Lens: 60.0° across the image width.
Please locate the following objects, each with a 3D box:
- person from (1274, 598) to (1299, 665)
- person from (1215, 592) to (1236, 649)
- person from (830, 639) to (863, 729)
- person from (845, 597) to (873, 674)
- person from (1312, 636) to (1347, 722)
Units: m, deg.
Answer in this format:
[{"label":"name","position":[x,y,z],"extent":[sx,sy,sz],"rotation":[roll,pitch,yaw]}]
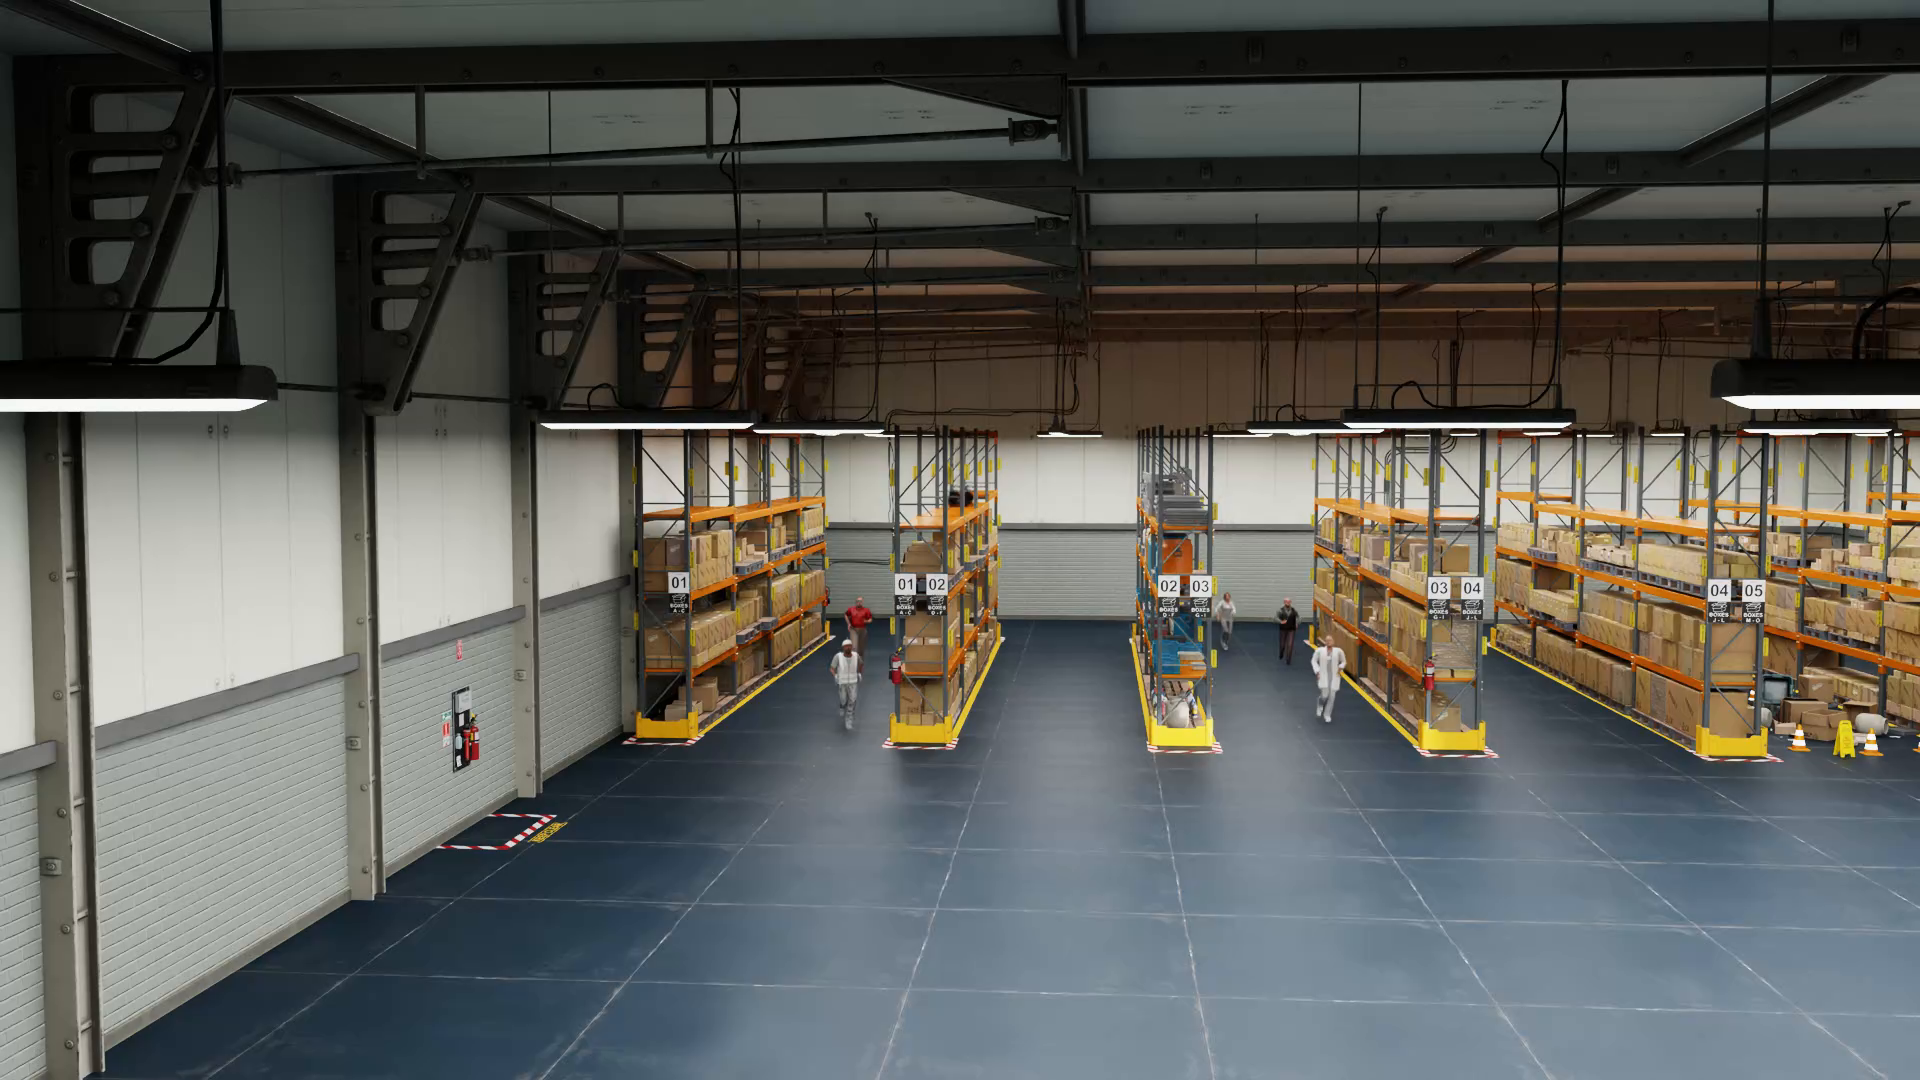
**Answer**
[{"label":"person","position":[8.353,2.316,42.482],"extent":[0.671,1.694,0.797],"rotation":[0,3,2]},{"label":"person","position":[7.246,2.206,45.214],"extent":[0.514,1.560,0.635],"rotation":[-1,3,-9]},{"label":"person","position":[-2.255,2.863,33.306],"extent":[0.688,1.768,0.756],"rotation":[-1,4,-14]},{"label":"person","position":[-2.405,2.260,39.605],"extent":[0.642,1.826,0.799],"rotation":[-1,3,-9]},{"label":"person","position":[7.528,2.819,33.889],"extent":[0.698,1.747,0.668],"rotation":[0,3,8]}]
